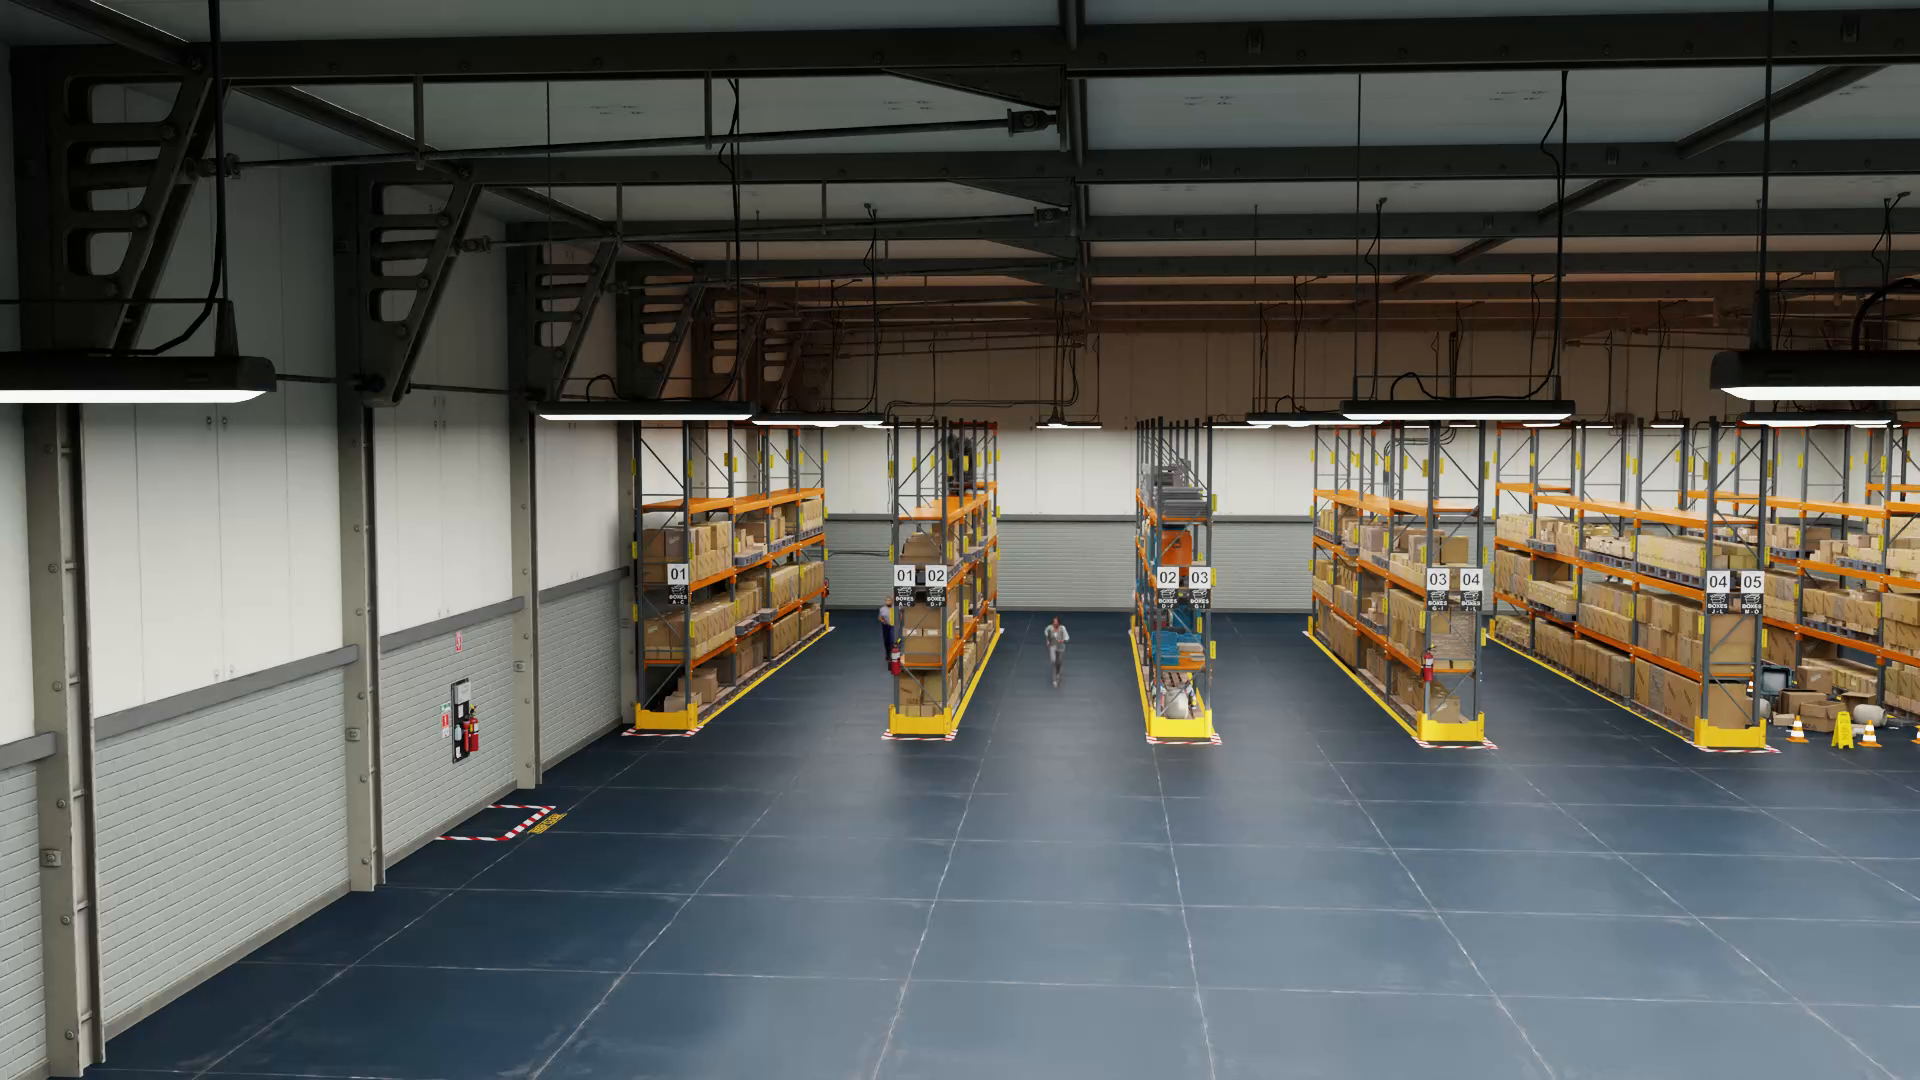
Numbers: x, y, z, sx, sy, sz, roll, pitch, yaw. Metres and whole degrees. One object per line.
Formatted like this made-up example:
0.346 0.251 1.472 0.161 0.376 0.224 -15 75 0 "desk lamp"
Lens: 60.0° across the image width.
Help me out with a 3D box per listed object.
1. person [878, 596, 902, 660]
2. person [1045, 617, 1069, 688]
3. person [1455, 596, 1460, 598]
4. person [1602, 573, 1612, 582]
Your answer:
-1.738 2.234 41.167 0.556 1.697 0.760 1 4 11 "person"
2.173 2.495 37.486 0.516 1.596 0.925 0 4 2 "person"
13.516 1.896 45.956 0.655 1.636 0.617 2 4 25 "person"
18.968 1.701 48.676 0.867 1.722 0.597 -1 4 -12 "person"
